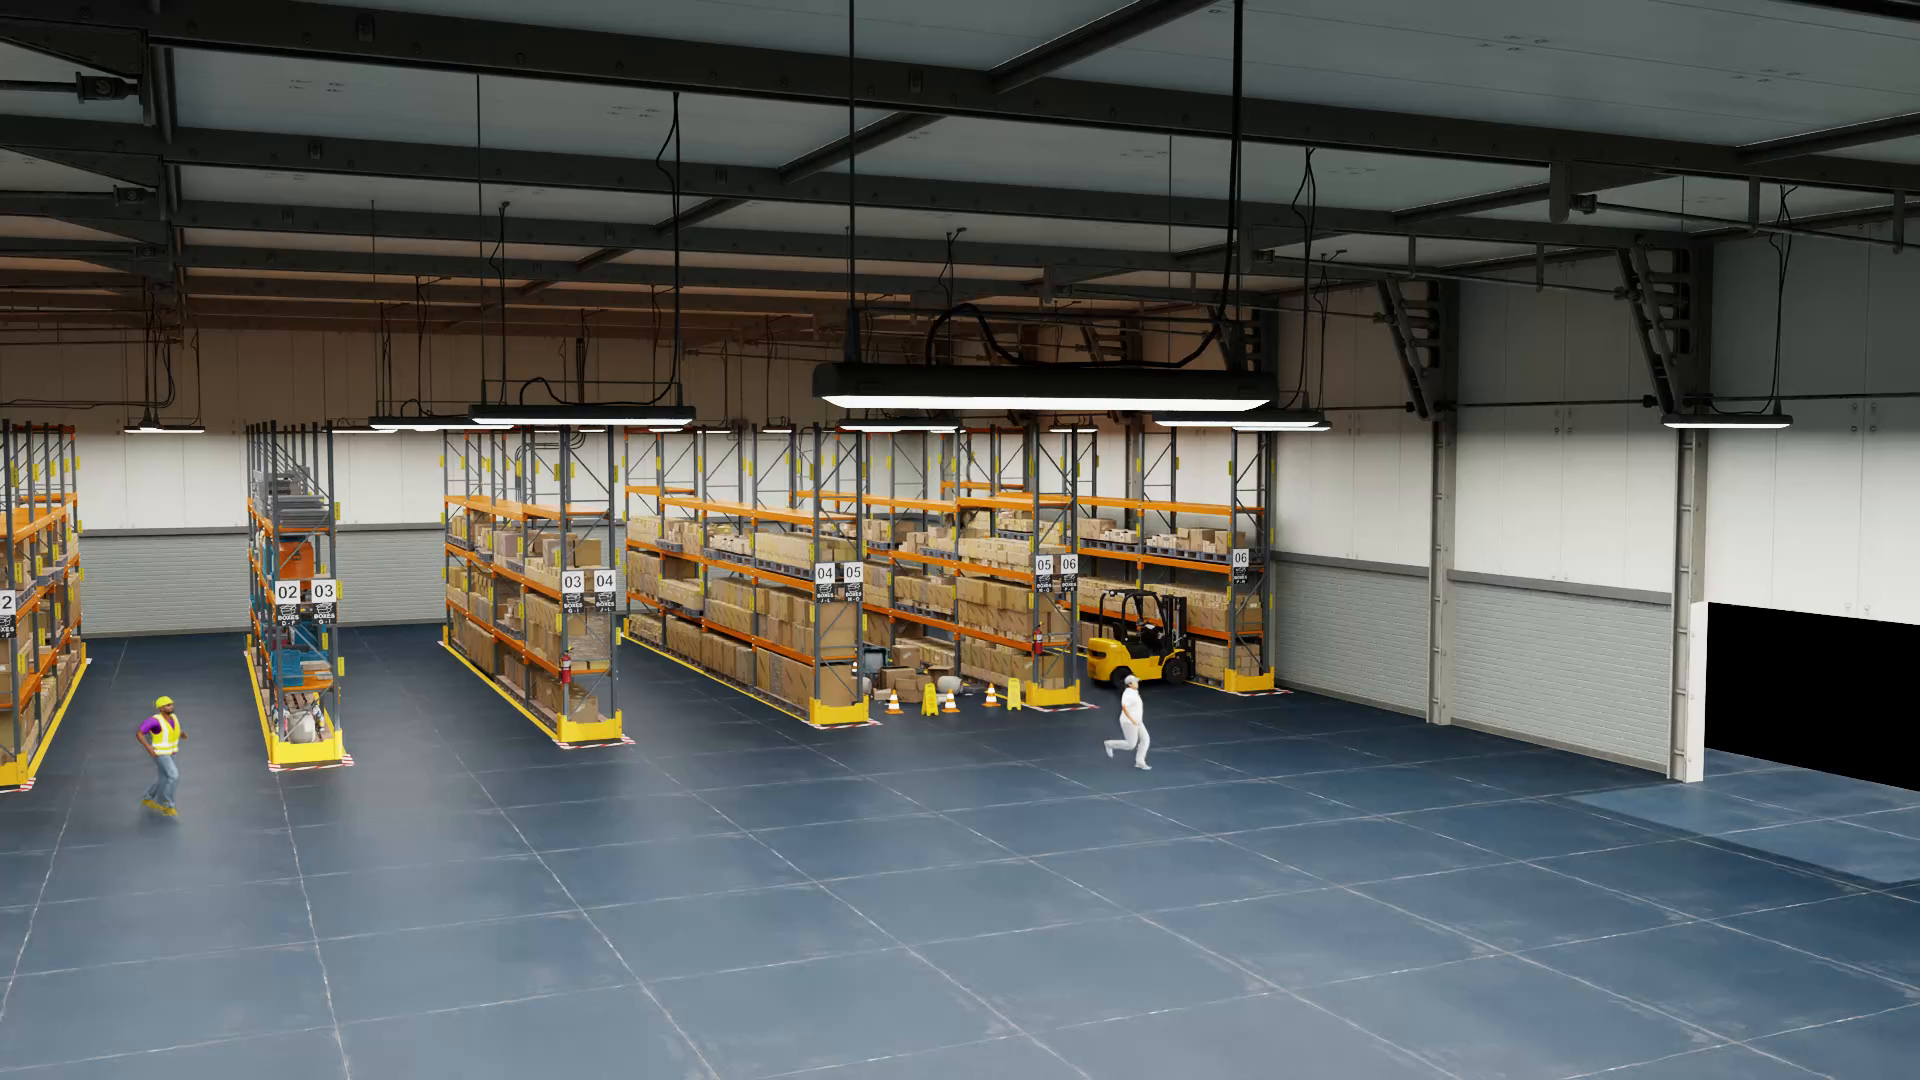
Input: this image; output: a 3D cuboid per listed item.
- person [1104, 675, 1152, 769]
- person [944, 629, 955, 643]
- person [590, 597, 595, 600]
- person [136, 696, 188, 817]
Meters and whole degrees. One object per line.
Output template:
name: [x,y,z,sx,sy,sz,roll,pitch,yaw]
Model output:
person: [2.913,3.140,28.666,0.802,1.634,0.602,1,4,20]
person: [-0.289,2.054,44.530,0.660,1.808,0.725,-3,4,-35]
person: [-9.526,2.116,43.535,0.608,1.813,0.909,-2,4,-26]
person: [-12.095,3.277,25.213,0.717,1.839,0.721,1,4,8]
